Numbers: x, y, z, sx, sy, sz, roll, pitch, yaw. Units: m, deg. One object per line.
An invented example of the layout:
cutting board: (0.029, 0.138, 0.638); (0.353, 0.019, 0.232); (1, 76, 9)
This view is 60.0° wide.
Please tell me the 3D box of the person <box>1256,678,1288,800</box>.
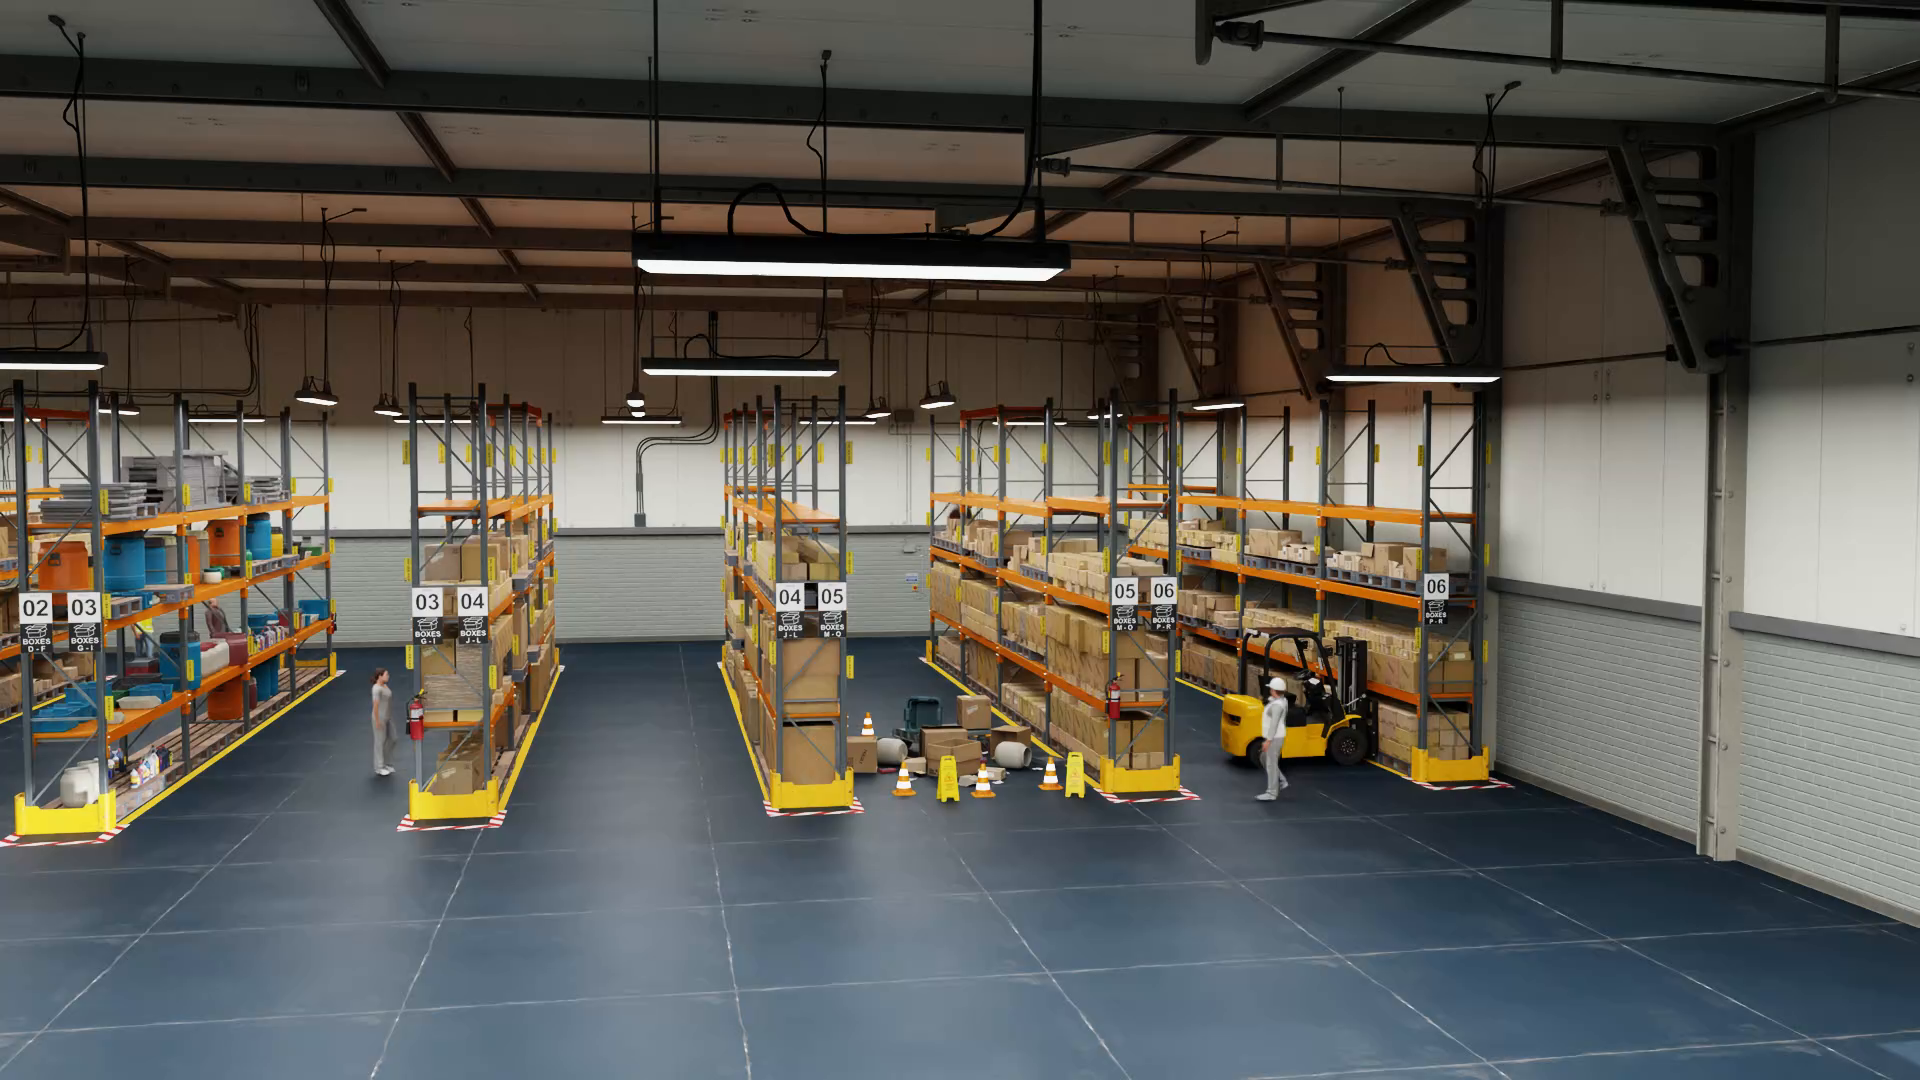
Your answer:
person: (4.564, 2.877, 24.264); (0.497, 1.767, 0.632); (0, 3, 7)

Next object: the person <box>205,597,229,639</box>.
person: (-16.926, 2.213, 38.022); (0.583, 1.831, 0.668); (2, 3, 32)

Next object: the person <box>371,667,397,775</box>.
person: (-9.102, 2.871, 26.220); (0.368, 1.742, 0.497); (0, 3, 9)

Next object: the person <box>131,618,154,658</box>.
person: (-19.053, 2.184, 38.747); (0.525, 1.730, 1.018); (-2, 3, -33)
